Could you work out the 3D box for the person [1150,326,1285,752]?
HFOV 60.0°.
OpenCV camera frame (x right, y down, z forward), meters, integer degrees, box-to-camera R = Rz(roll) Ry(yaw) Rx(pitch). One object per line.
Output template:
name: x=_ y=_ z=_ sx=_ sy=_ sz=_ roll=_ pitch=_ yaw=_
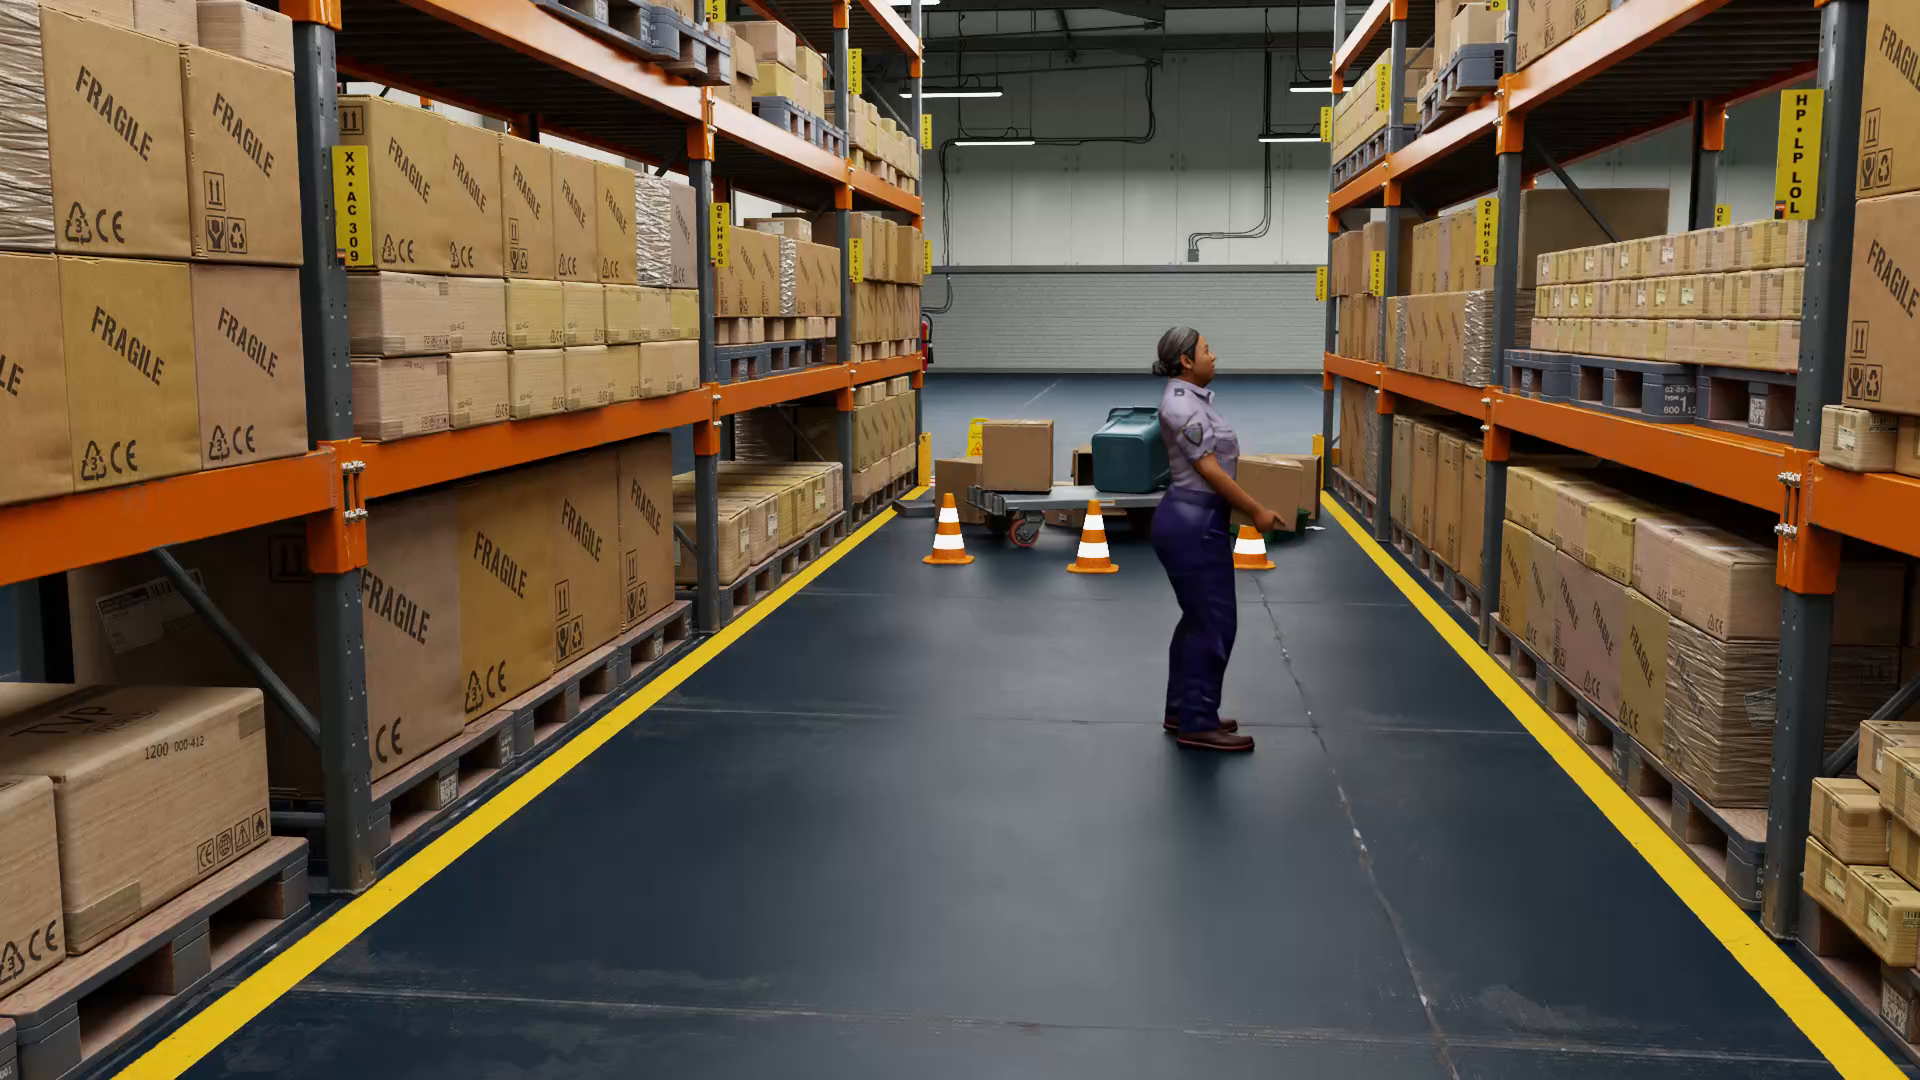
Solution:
person: x=1.001 y=-0.015 z=6.510 sx=0.517 sy=1.634 sz=0.452 roll=1 pitch=8 yaw=6
